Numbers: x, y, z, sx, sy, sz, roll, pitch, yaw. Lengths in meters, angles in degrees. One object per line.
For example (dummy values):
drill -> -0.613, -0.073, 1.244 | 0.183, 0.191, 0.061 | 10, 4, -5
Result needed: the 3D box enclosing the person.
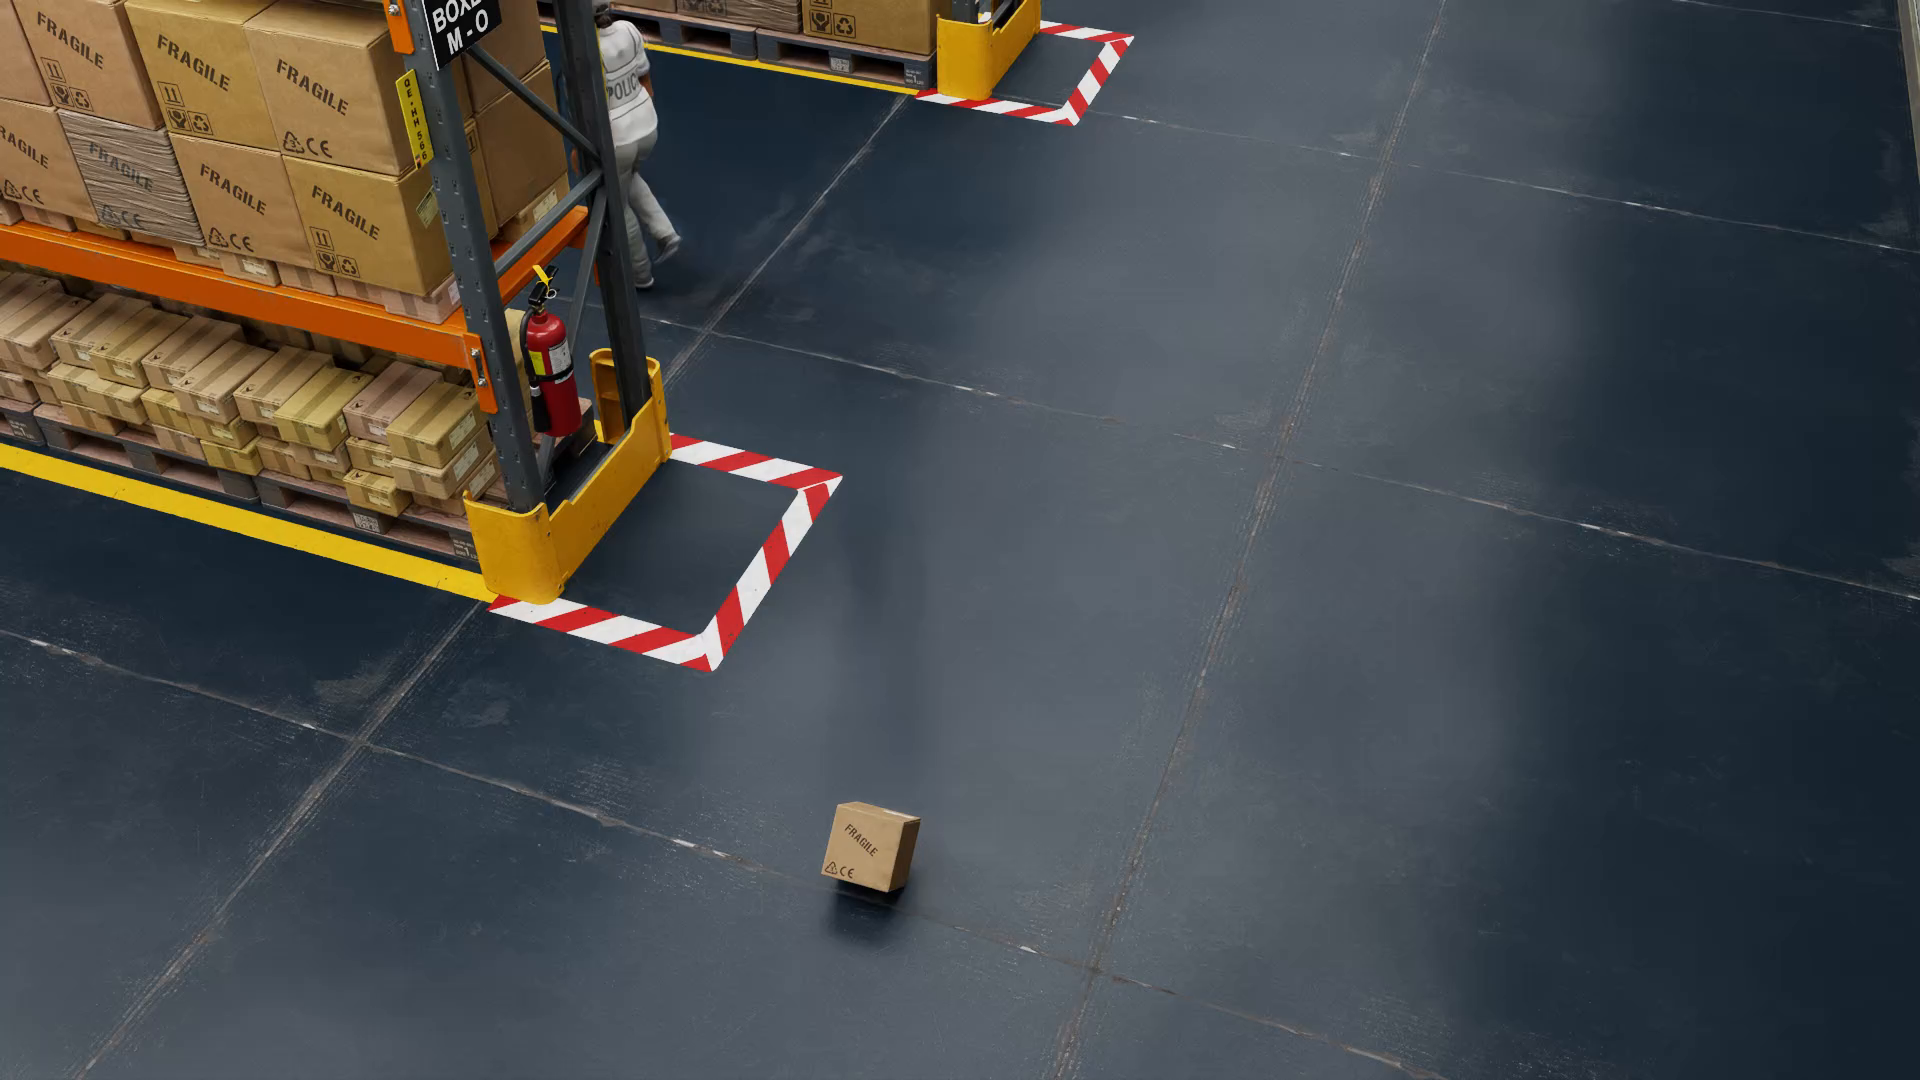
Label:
person -> -1.747, -2.039, 8.410 | 0.433, 1.660, 0.489 | 20, 45, 21
